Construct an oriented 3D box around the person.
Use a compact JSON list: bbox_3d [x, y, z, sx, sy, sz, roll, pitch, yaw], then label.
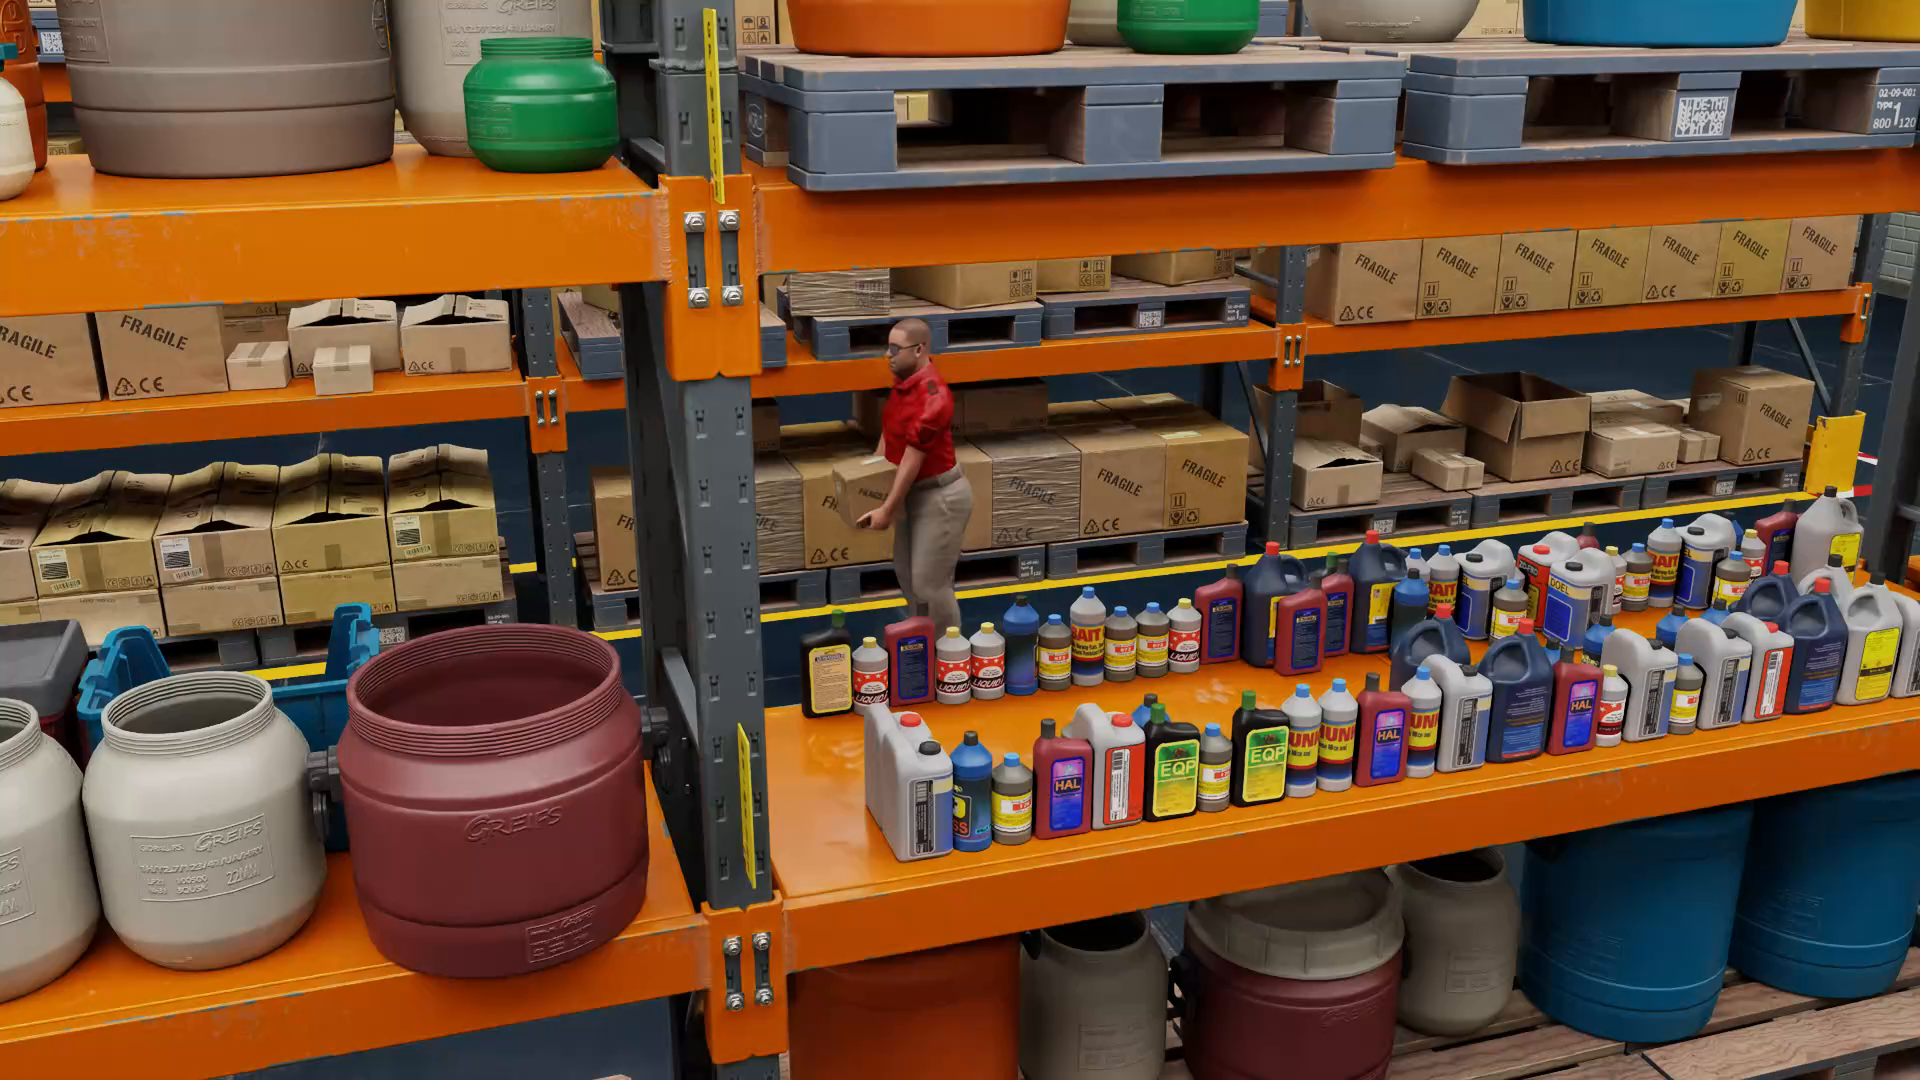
[{"bbox_3d":[-0.226,-0.159,7.577,0.564,1.720,0.486,-6,20,-18],"label":"person"}]
